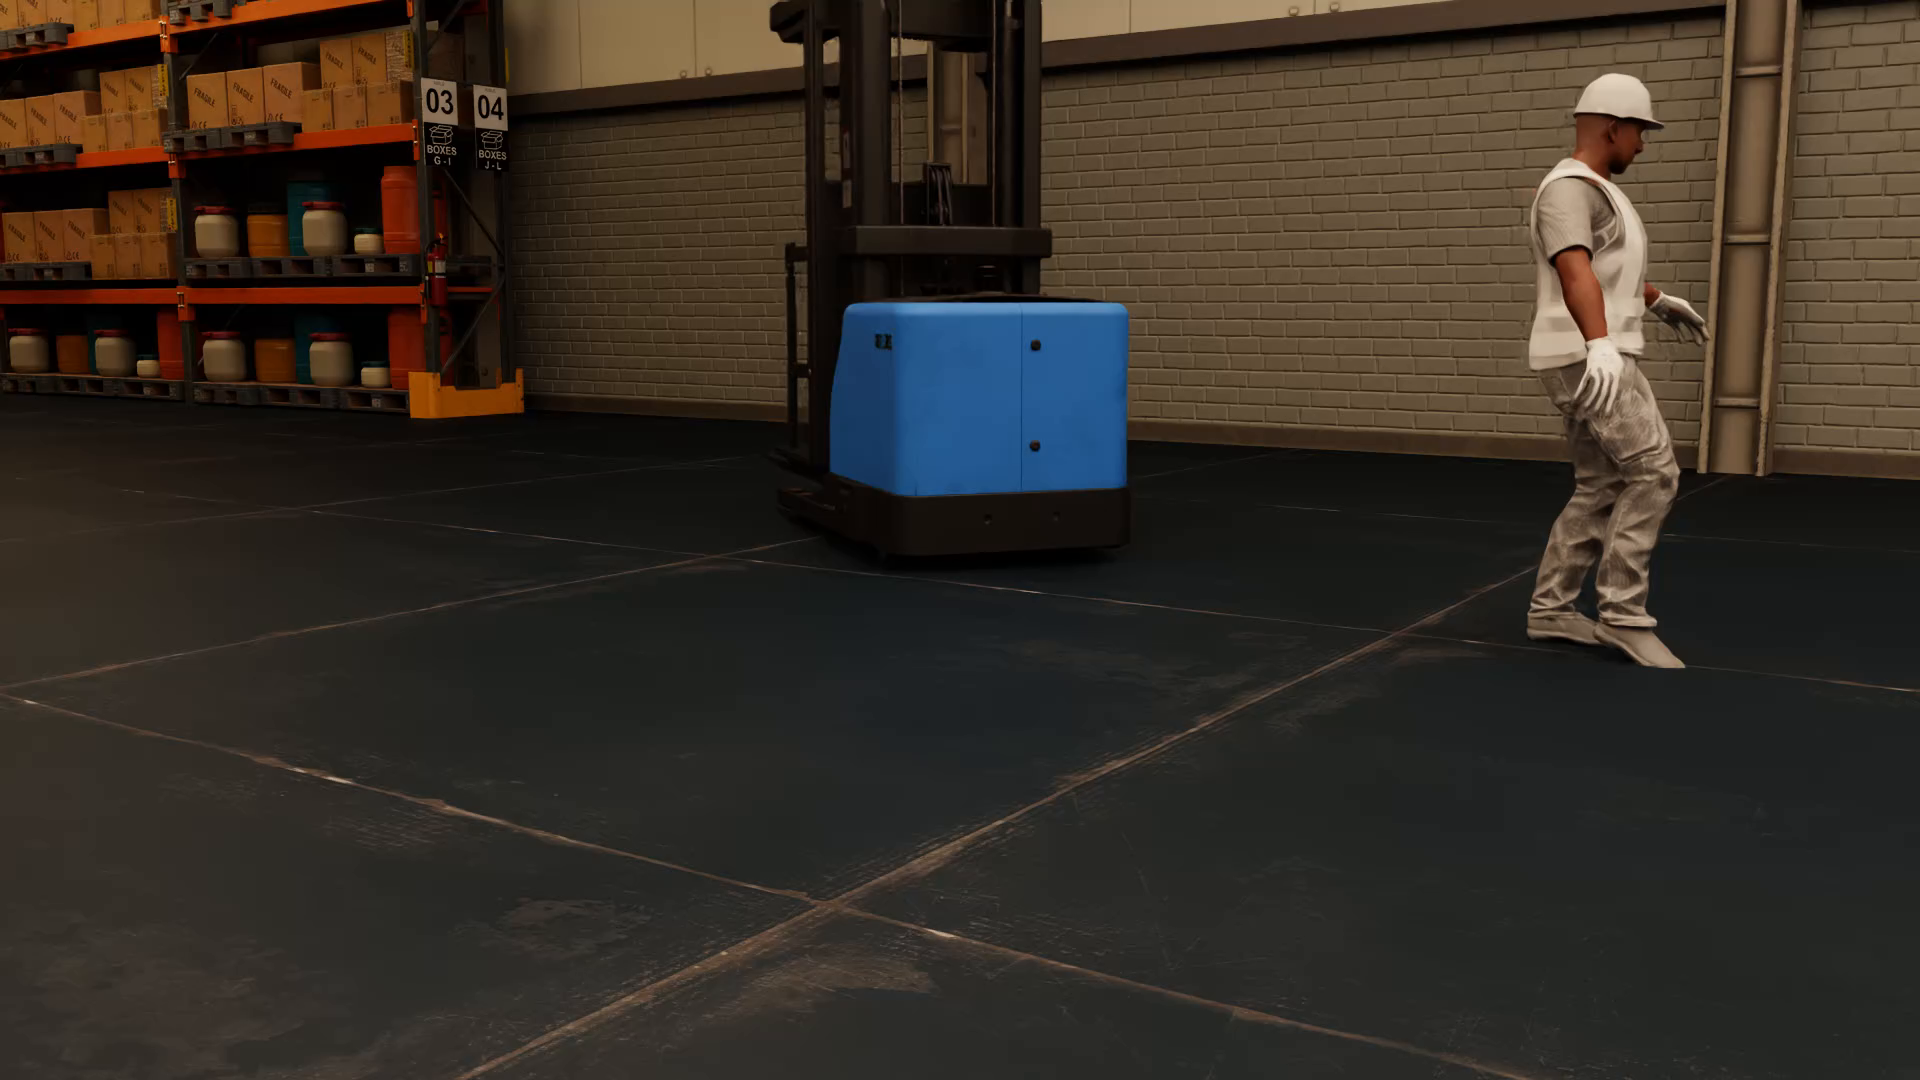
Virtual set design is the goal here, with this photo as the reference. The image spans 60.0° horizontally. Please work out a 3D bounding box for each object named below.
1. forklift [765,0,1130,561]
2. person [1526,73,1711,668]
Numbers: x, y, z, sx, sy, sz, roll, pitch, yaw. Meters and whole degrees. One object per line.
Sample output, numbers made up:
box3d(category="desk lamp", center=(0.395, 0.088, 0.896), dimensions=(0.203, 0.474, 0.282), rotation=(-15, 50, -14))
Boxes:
box3d(category="forklift", center=(-0.269, -1.536, 7.994), dimensions=(1.130, 2.935, 3.031), rotation=(-3, 9, -20))
box3d(category="person", center=(2.018, -0.509, 5.111), dimensions=(0.532, 1.806, 0.998), rotation=(4, 9, 26))
